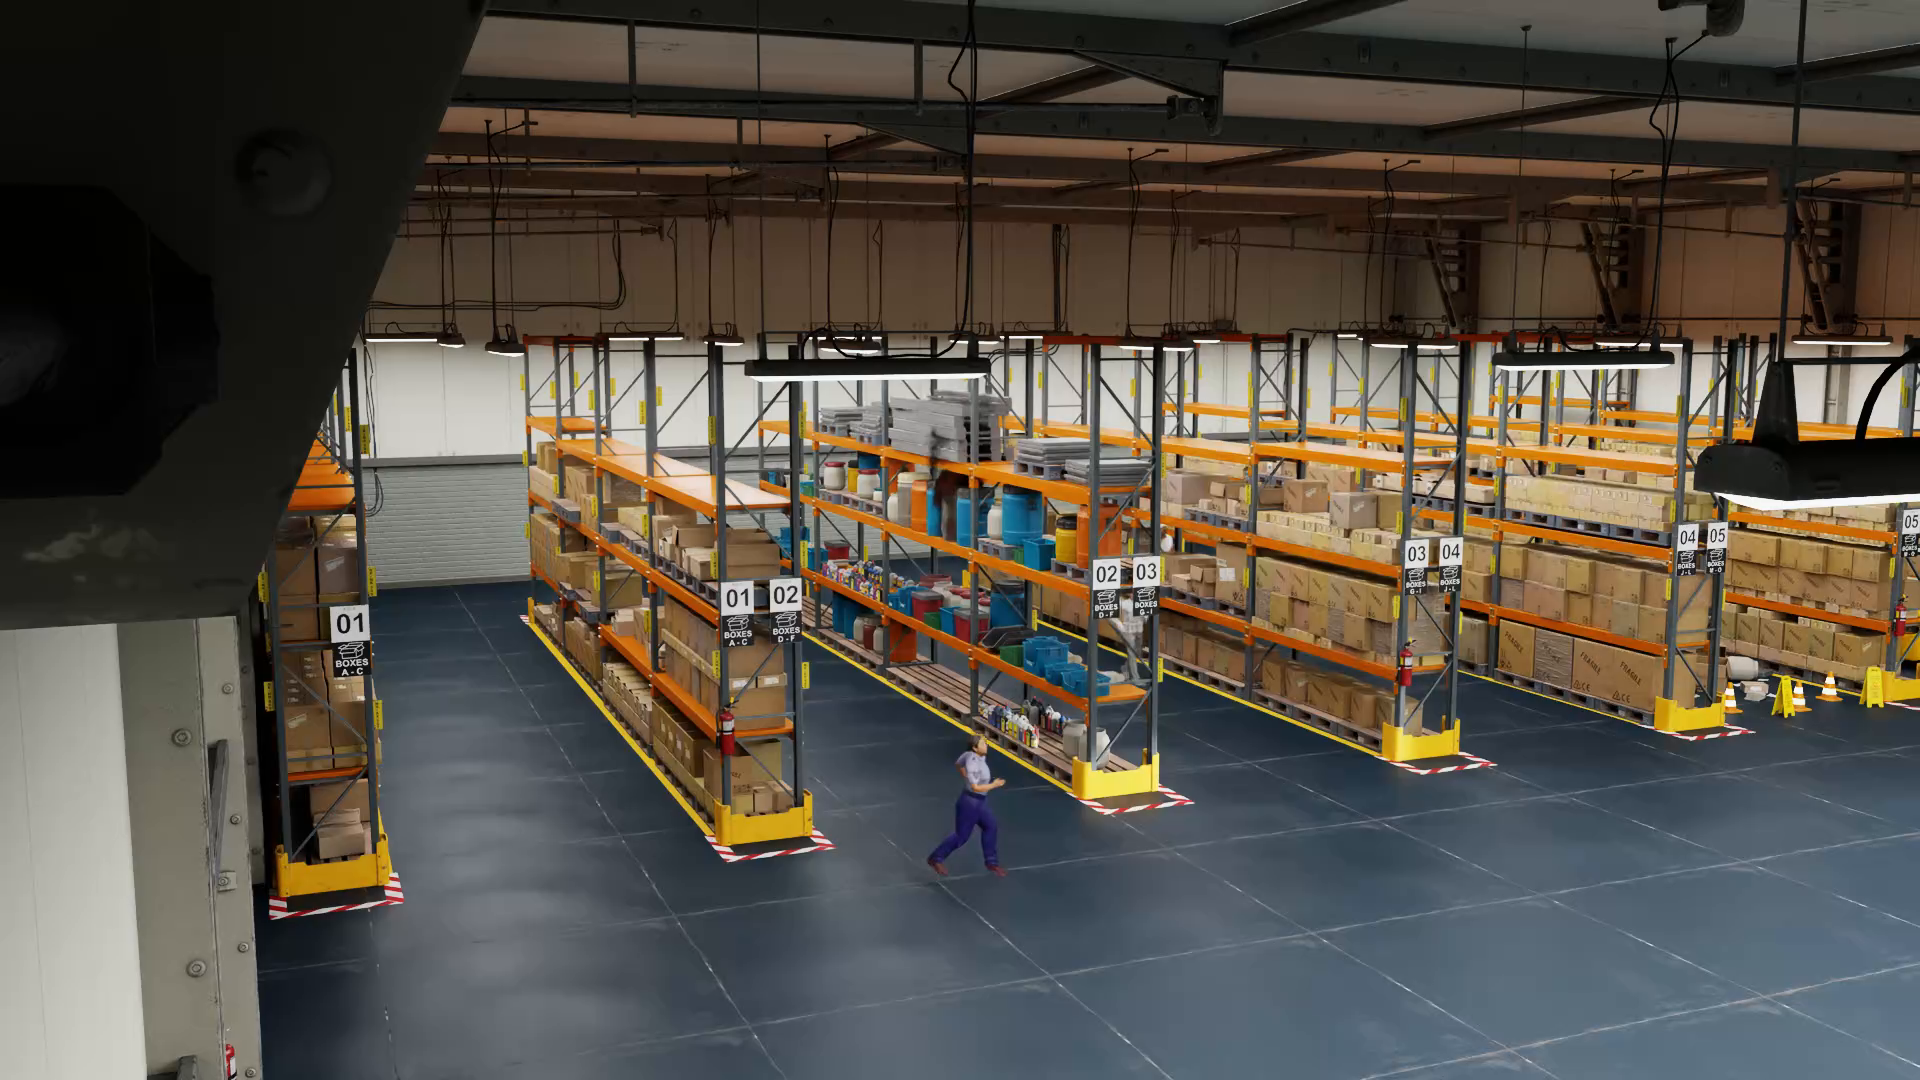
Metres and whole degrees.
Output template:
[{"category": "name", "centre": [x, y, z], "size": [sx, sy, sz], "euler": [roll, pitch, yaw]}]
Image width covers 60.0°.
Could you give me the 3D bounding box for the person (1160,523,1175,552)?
[{"category": "person", "centre": [4.562, 0.476, 37.441], "size": [0.674, 1.740, 0.632], "euler": [-3, 8, -22]}]

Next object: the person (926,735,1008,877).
[{"category": "person", "centre": [0.086, 3.026, 18.870], "size": [0.909, 1.687, 0.612], "euler": [1, 8, 6]}]

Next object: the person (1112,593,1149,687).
[{"category": "person", "centre": [2.862, 1.552, 27.540], "size": [0.624, 1.691, 0.808], "euler": [-4, 9, -28]}]
